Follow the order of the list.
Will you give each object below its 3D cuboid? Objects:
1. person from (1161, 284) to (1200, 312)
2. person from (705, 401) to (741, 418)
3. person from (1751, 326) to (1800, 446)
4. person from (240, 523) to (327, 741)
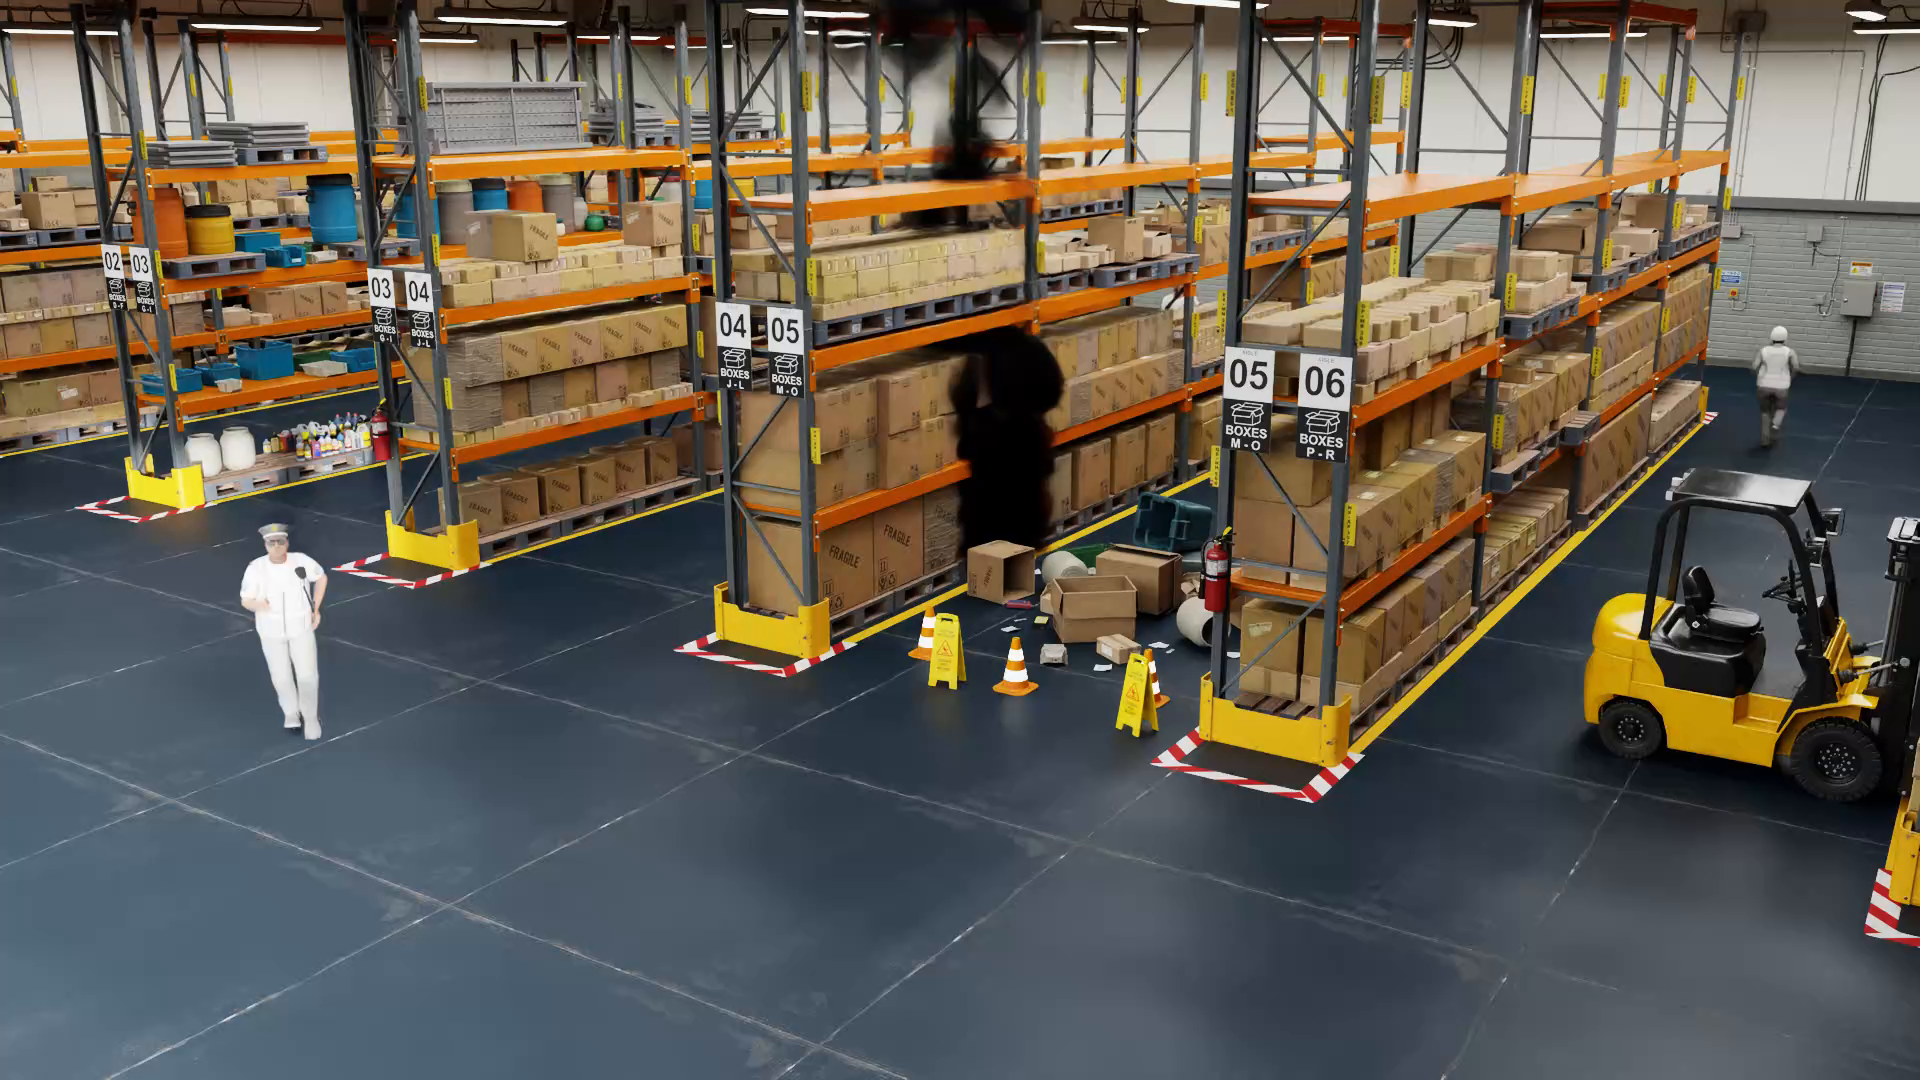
[{"bbox_3d":[3.960,-3.827,29.832,0.721,1.734,0.553,1,16,5],"label":"person"},{"bbox_3d":[-3.520,-2.387,24.577,0.673,1.699,0.944,10,18,31],"label":"person"},{"bbox_3d":[11.727,-2.221,23.972,0.643,1.726,0.577,9,18,29],"label":"person"},{"bbox_3d":[-5.361,0.752,13.272,0.641,1.827,0.696,-5,16,-19],"label":"person"}]
